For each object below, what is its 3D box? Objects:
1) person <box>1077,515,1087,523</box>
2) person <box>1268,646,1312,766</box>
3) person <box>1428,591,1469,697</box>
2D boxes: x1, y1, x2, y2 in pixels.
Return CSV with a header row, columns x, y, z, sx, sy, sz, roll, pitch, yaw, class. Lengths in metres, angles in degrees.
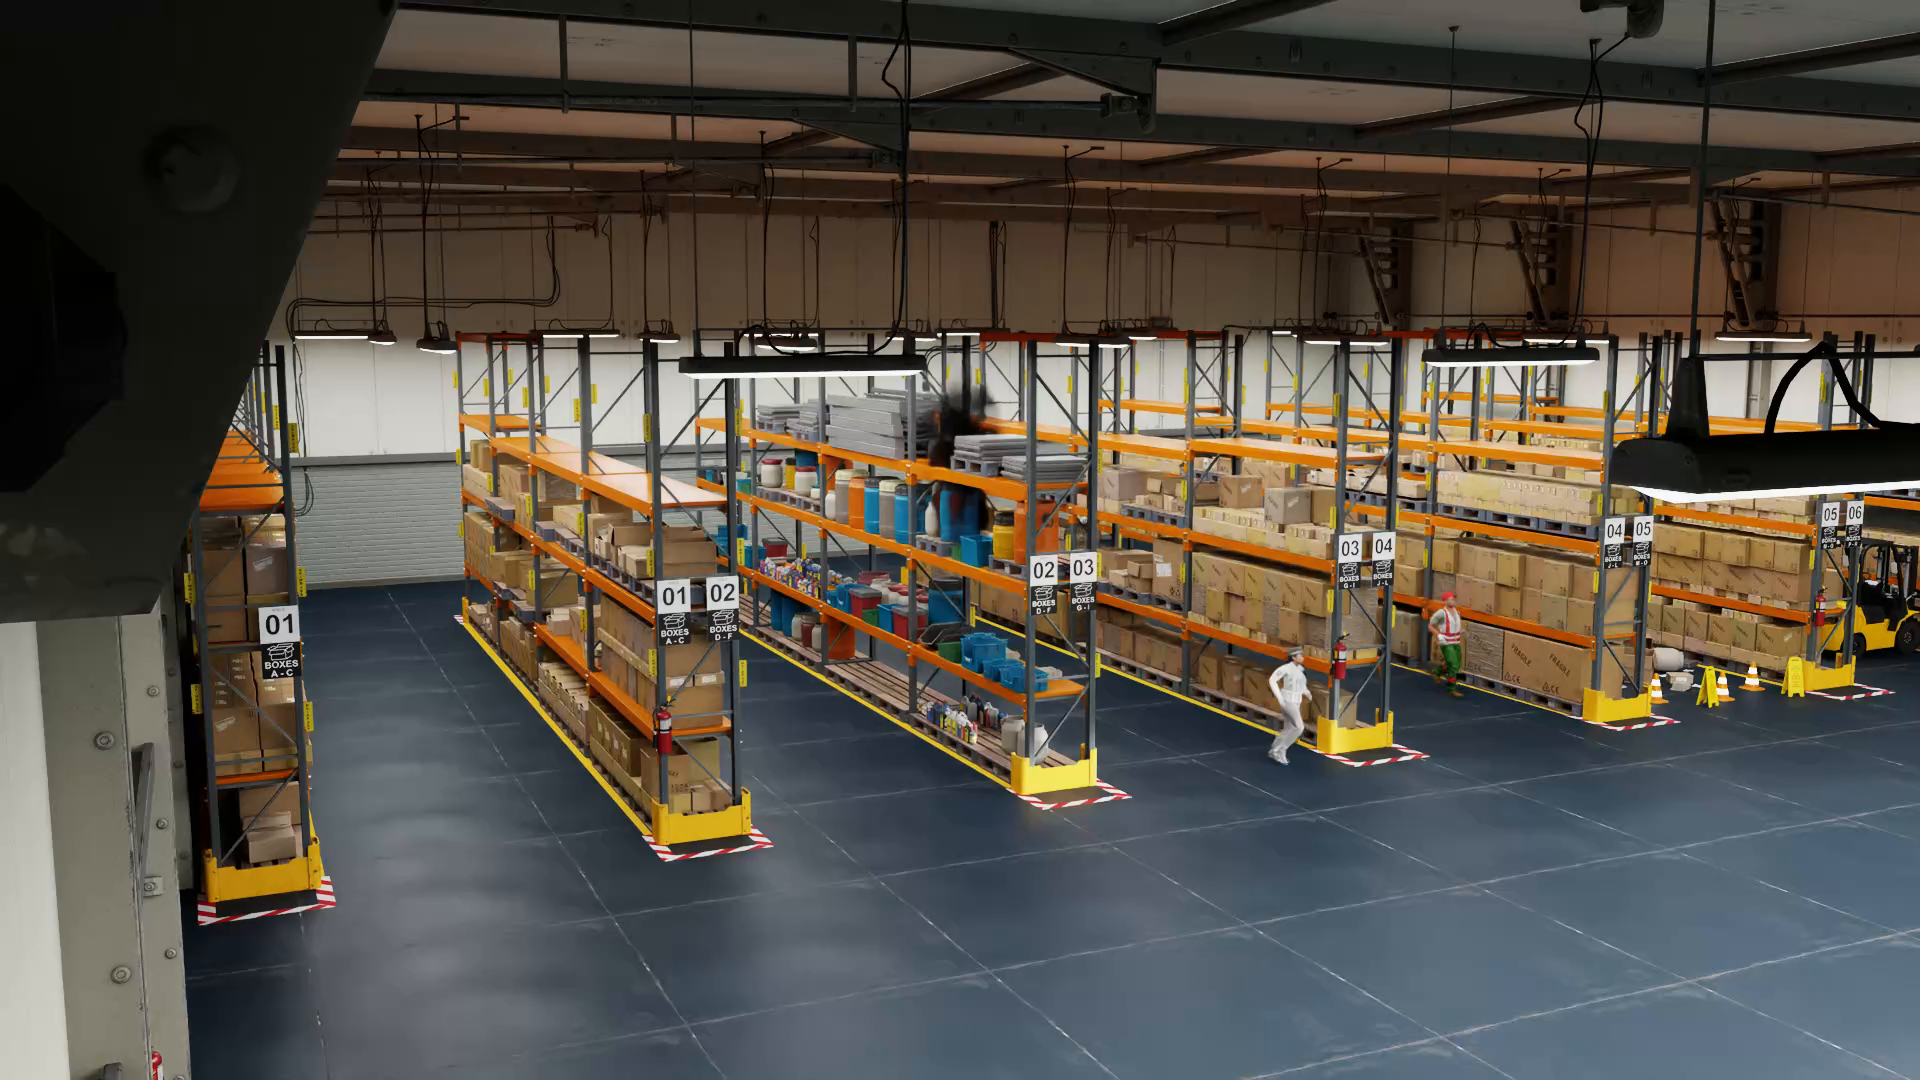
x,y,z,sx,sy,sz,roll,pitch,yaw,class
2.994,-0.131,41.787,0.570,1.677,0.742,-4,9,-29,person
4.727,2.338,23.666,0.593,1.672,0.636,6,10,38,person
8.146,1.726,27.811,0.663,1.747,0.780,-5,9,-31,person
